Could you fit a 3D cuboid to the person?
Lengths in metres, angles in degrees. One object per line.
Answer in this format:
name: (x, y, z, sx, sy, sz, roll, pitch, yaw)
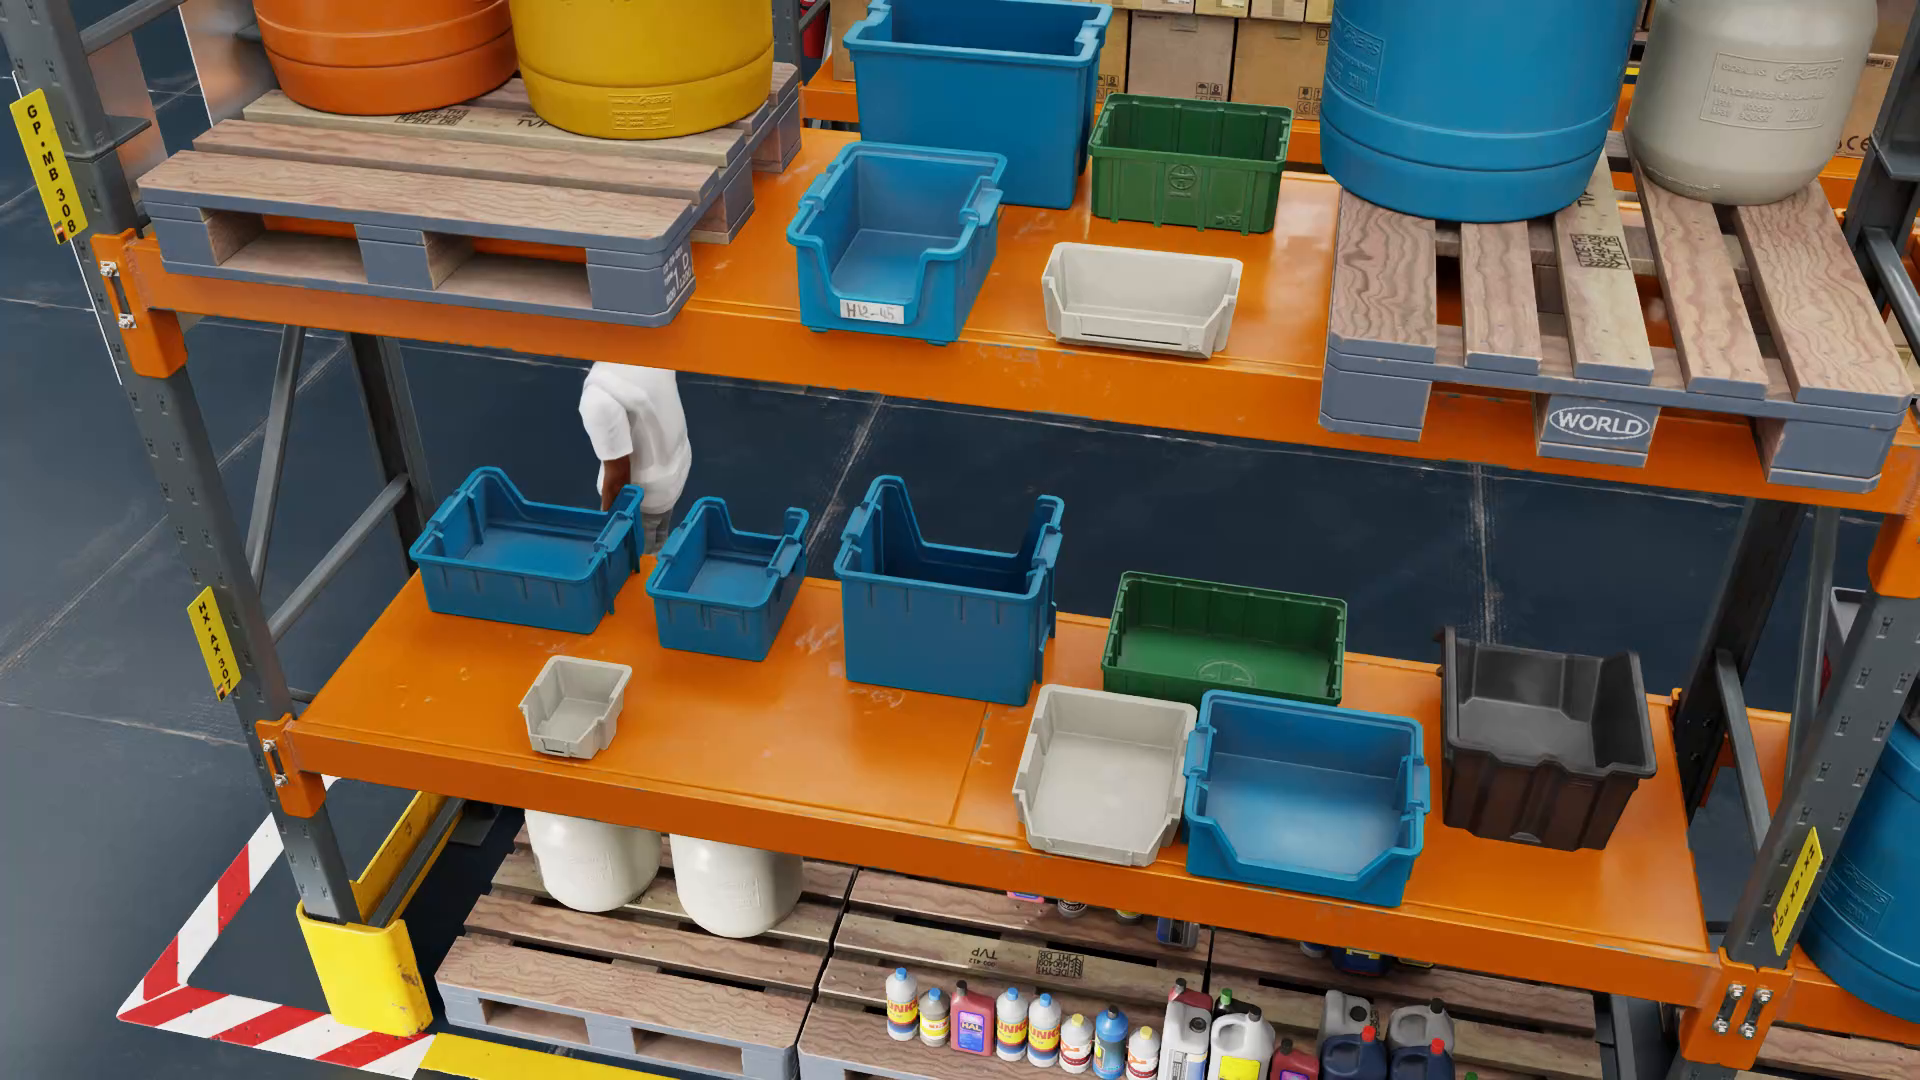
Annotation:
person: (-1.279, -0.229, 6.445, 0.463, 1.759, 0.625, 6, 37, 8)
